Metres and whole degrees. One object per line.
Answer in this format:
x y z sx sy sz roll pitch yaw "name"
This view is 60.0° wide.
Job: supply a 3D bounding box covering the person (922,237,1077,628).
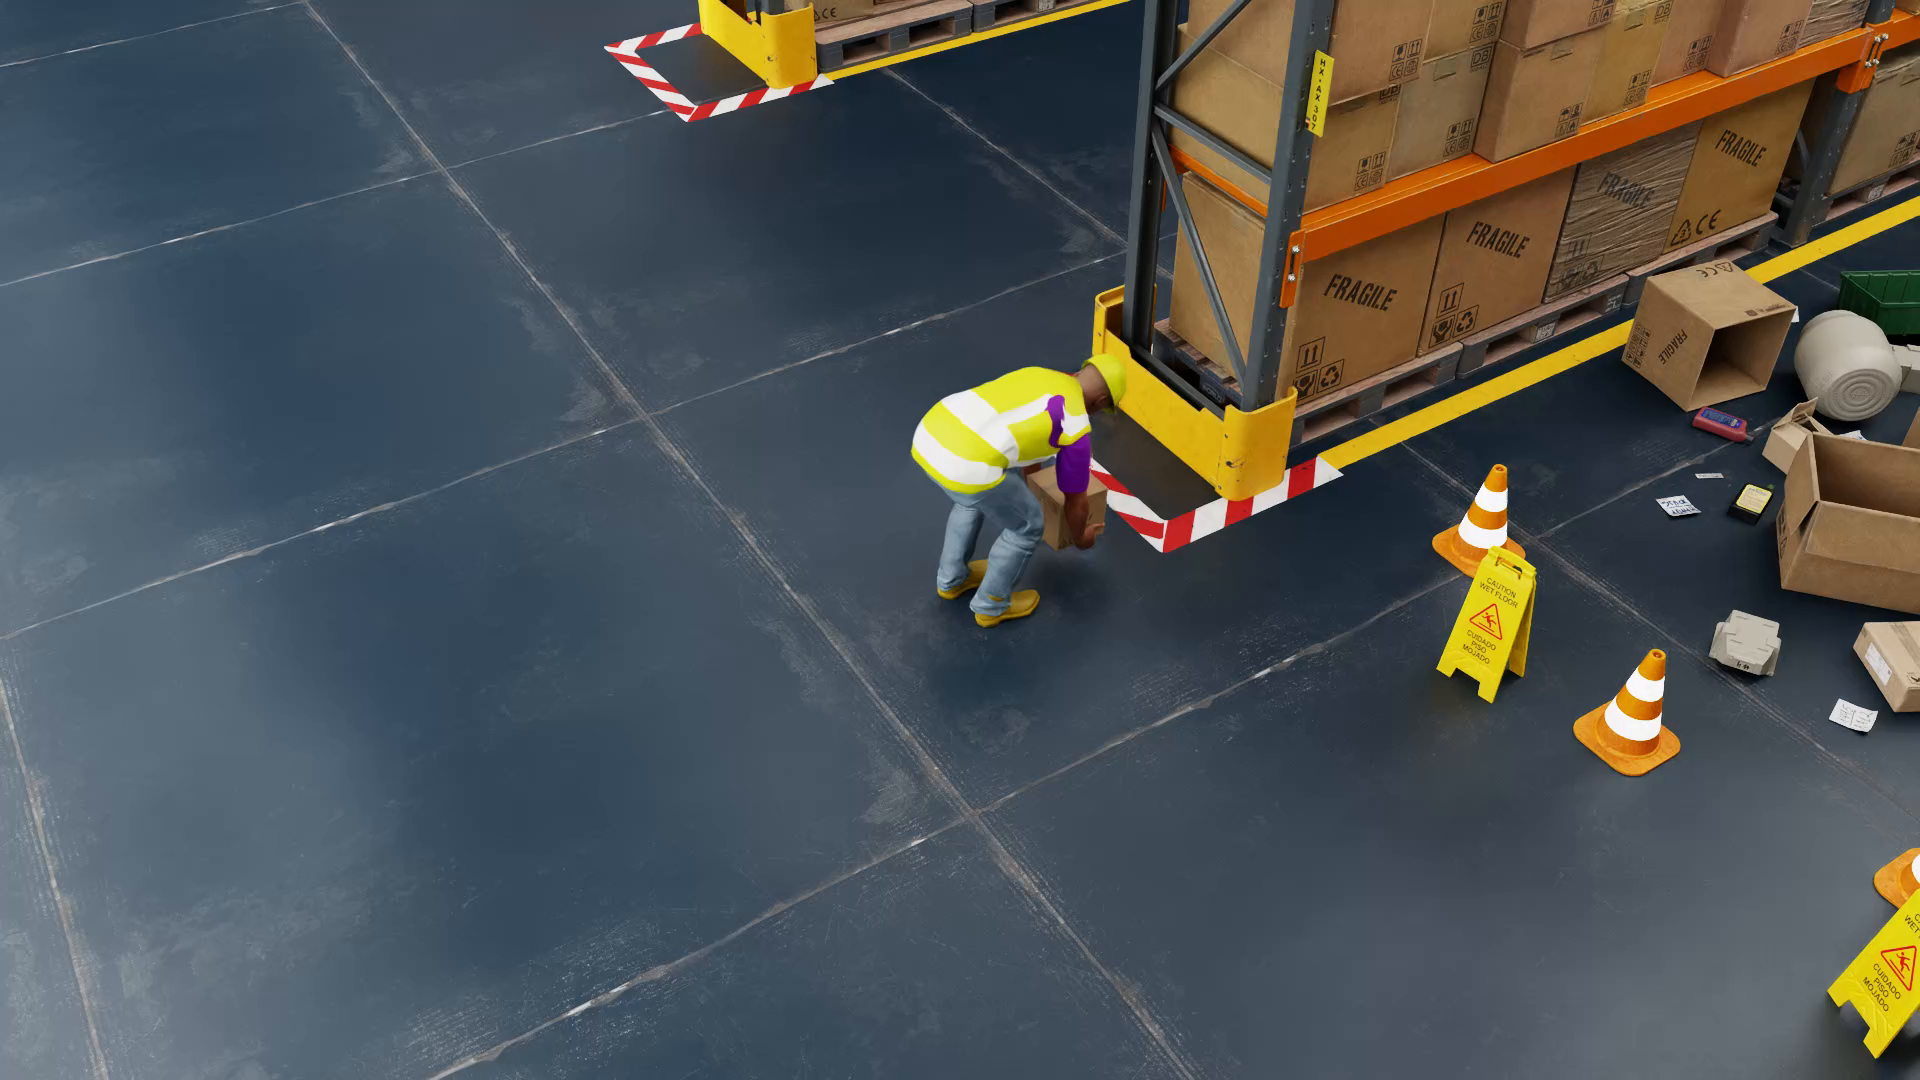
0.146 -0.435 6.653 0.580 1.758 0.504 -23 46 -25 "person"
